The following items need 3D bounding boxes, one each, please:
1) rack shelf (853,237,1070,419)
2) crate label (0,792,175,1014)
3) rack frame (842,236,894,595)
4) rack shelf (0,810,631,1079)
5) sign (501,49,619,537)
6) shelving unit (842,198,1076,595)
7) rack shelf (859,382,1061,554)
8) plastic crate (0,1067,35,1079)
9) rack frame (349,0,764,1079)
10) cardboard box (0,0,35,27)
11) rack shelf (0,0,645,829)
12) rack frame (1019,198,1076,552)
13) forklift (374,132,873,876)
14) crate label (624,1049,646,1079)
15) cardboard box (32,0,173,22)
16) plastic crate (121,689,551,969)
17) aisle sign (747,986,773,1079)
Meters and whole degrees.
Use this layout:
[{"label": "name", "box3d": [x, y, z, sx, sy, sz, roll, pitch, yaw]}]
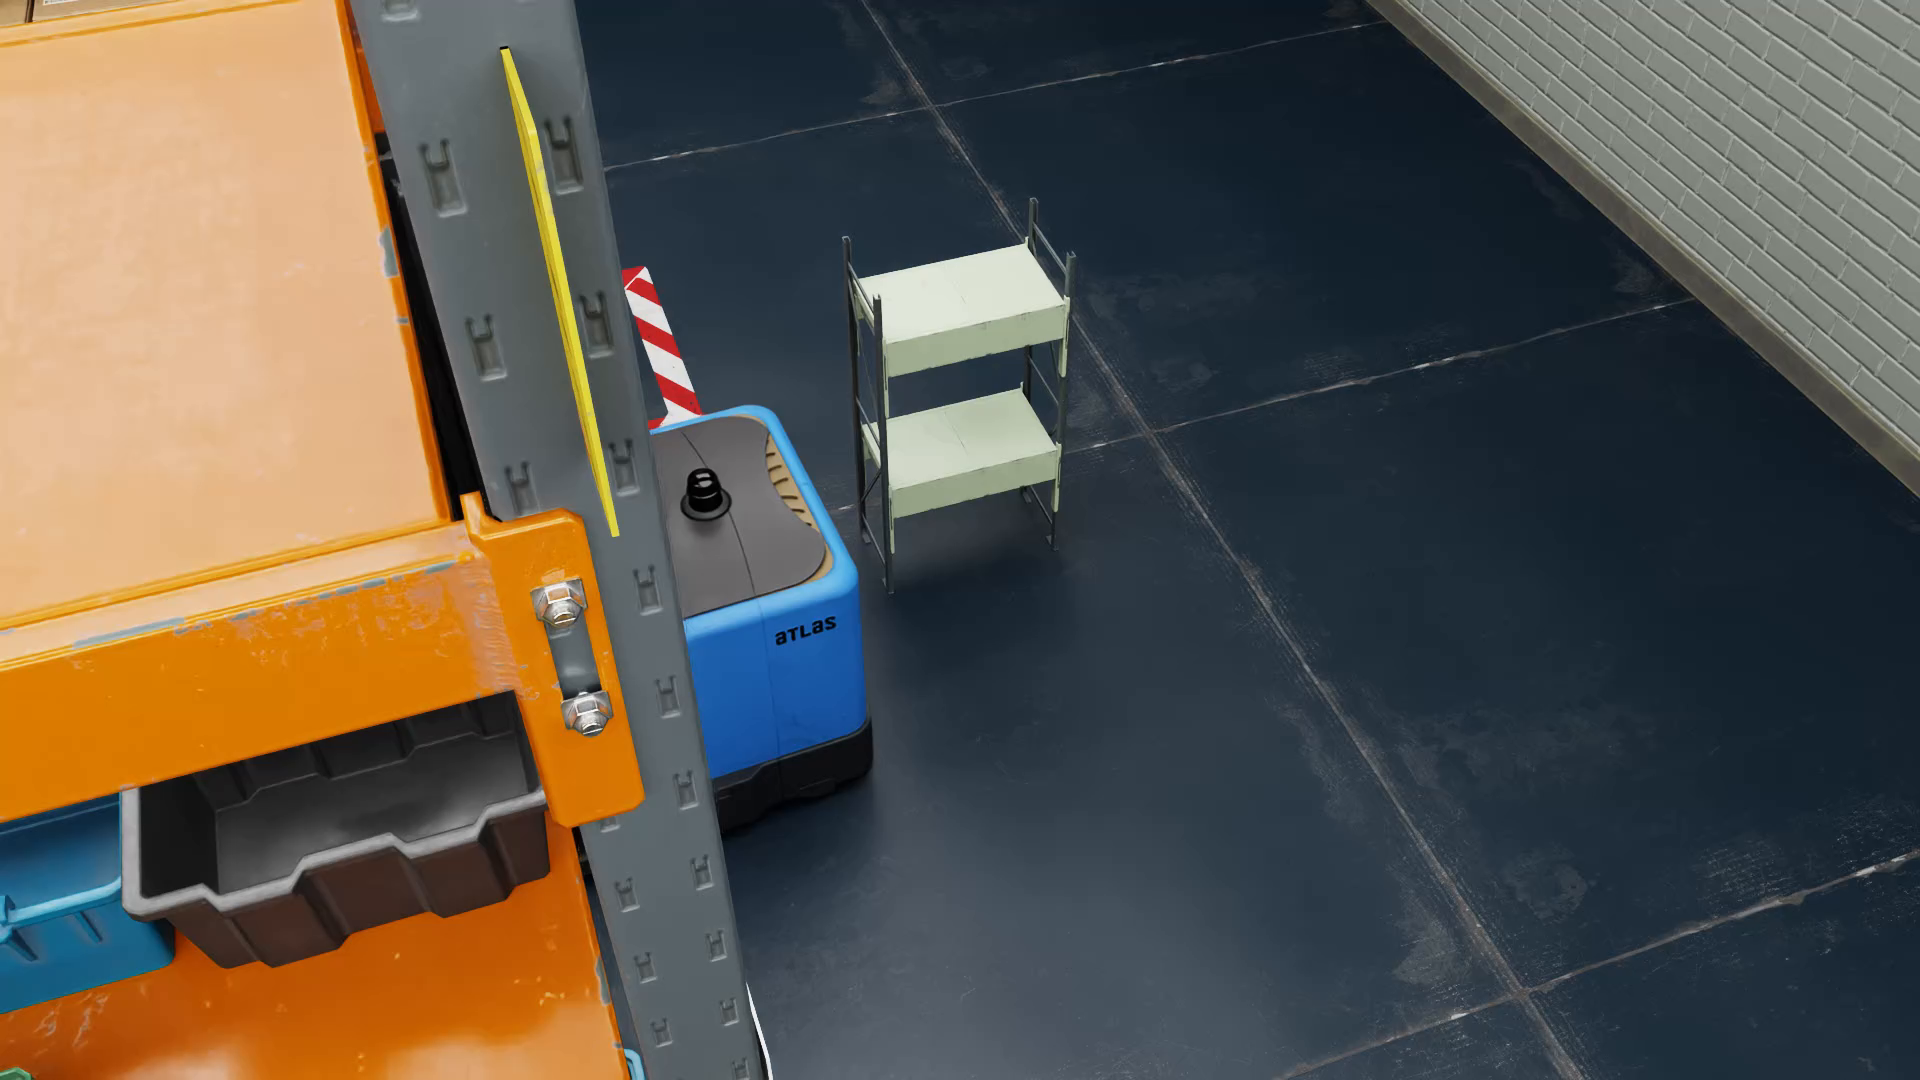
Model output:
[{"label": "rack shelf", "box3d": [-0.006, -0.803, 6.250, 0.720, 0.370, 0.431, -14, 47, -14]}, {"label": "crate label", "box3d": [-1.437, 0.493, 2.437, 0.502, 0.251, 0.408, -14, 47, -14]}, {"label": "rack frame", "box3d": [-0.351, -0.440, 6.439, 0.023, 1.500, 0.400, -14, 47, -14]}, {"label": "rack shelf", "box3d": [-2.340, 1.169, 2.167, 4.000, 0.370, 1.077, -14, 47, -14]}, {"label": "sign", "box3d": [-0.257, -0.148, 1.082, 0.005, 0.325, 0.100, -14, 47, -14]}, {"label": "shelving unit", "box3d": [-0.006, -0.528, 6.526, 0.755, 1.500, 0.431, -14, 47, -14]}, {"label": "rack shelf", "box3d": [-0.006, -0.298, 6.757, 0.720, 0.370, 0.431, -14, 47, -14]}, {"label": "plastic crate", "box3d": [-1.290, 0.936, 2.040, 0.336, 0.188, 0.450, -14, 47, -14]}, {"label": "rack frame", "box3d": [-0.459, -0.625, 1.329, 0.127, 3.000, 1.000, -14, 47, -14]}, {"label": "cardboard box", "box3d": [-3.424, -1.656, 5.816, 0.500, 0.500, 0.500, -13, 47, -13]}, {"label": "rack shelf", "box3d": [-2.340, 0.251, 1.246, 4.000, 0.370, 1.077, -14, 47, -14]}, {"label": "rack frame", "box3d": [0.338, -0.616, 6.614, 0.023, 1.500, 0.400, -14, 47, -14]}, {"label": "forklift", "box3d": [-1.887, -0.070, 5.060, 3.031, 2.935, 1.130, -17, 47, -16]}, {"label": "crate label", "box3d": [-0.803, 1.371, 3.651, 0.303, 0.233, 0.416, -14, 47, -14]}, {"label": "cardboard box", "box3d": [-2.938, -1.784, 5.943, 0.500, 0.500, 0.500, -13, 47, -13]}, {"label": "plastic crate", "box3d": [-0.916, 0.387, 2.530, 0.590, 0.269, 0.497, -14, 47, -14]}, {"label": "aisle sign", "box3d": [-0.292, 0.753, 2.356, 0.004, 0.787, 0.394, -14, 47, -14]}]
